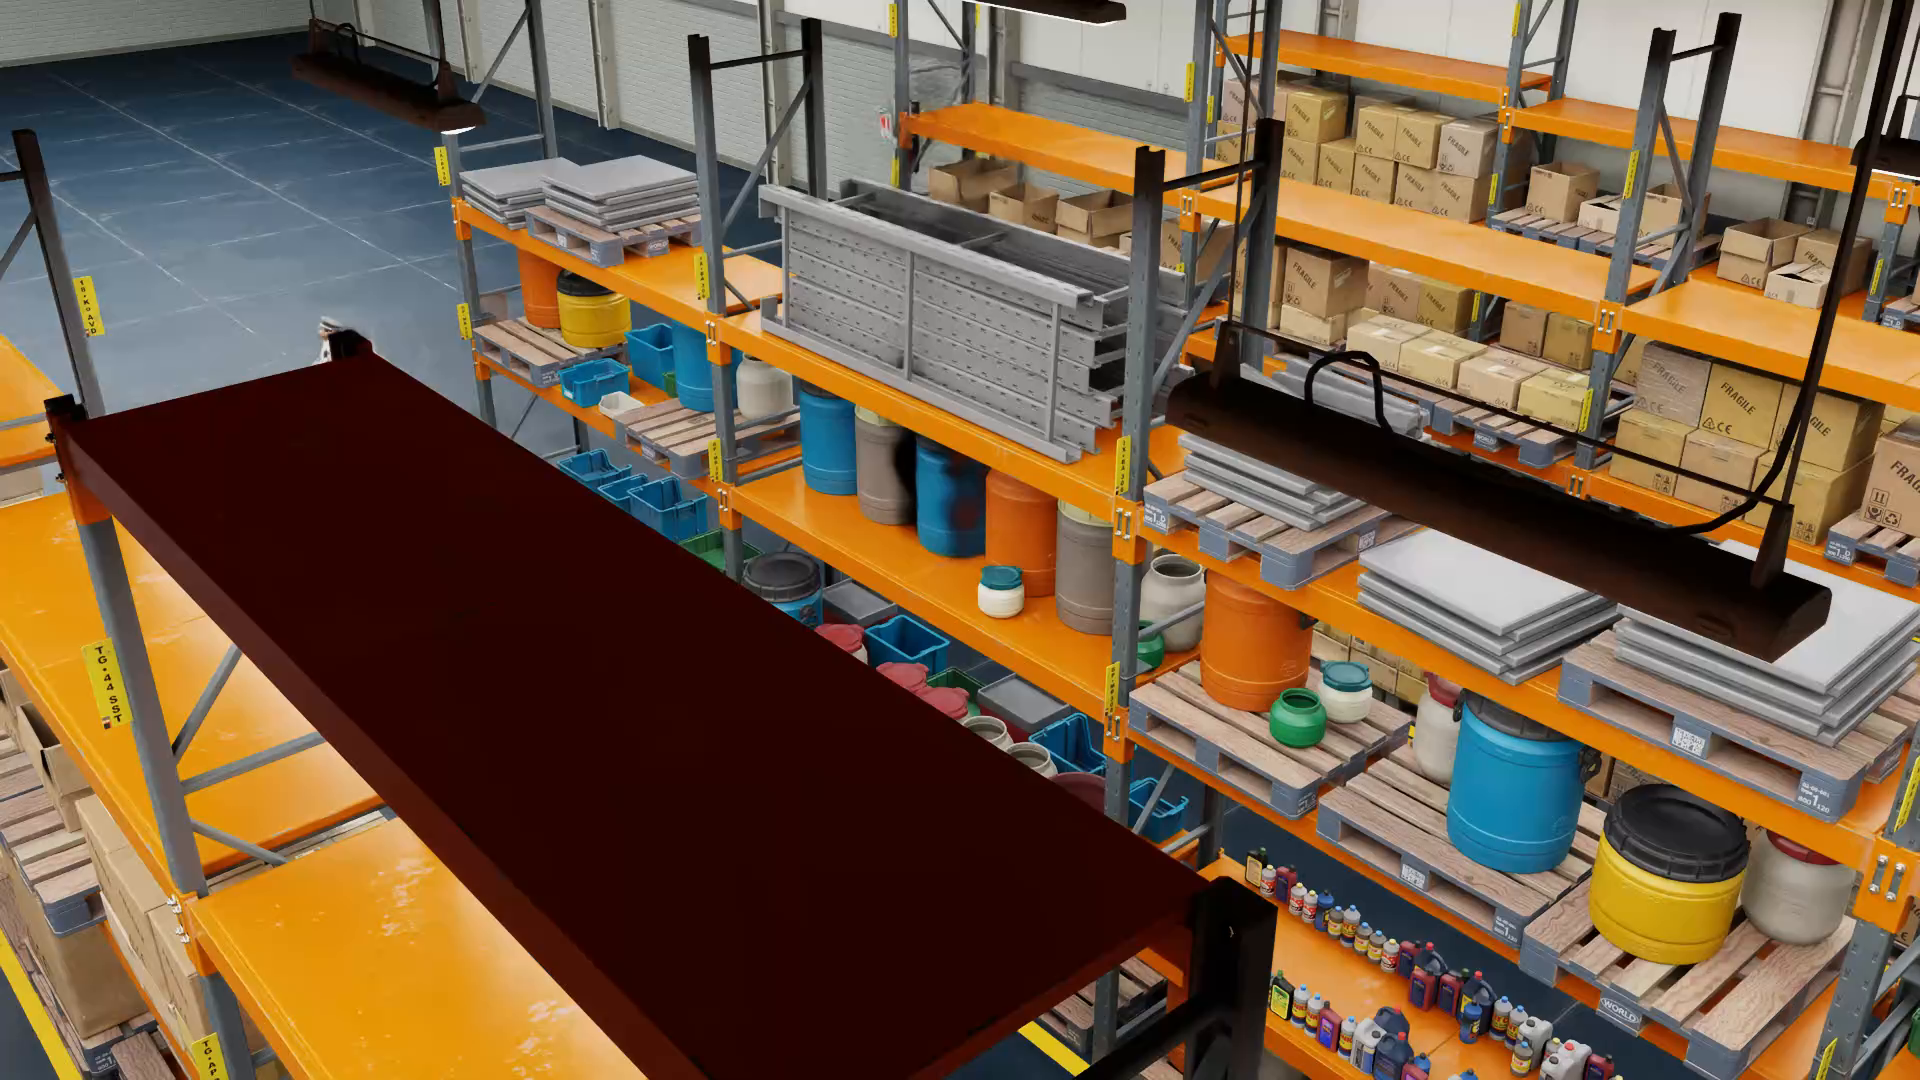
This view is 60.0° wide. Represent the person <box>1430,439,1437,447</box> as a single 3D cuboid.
[{"bbox_3d":[4.605,-0.517,16.843,0.521,1.591,0.641,-22,34,-37],"label":"person"}]

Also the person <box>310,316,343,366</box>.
[{"bbox_3d":[-7.090,-1.776,19.229,0.997,1.738,0.578,-6,28,-12],"label":"person"}]
